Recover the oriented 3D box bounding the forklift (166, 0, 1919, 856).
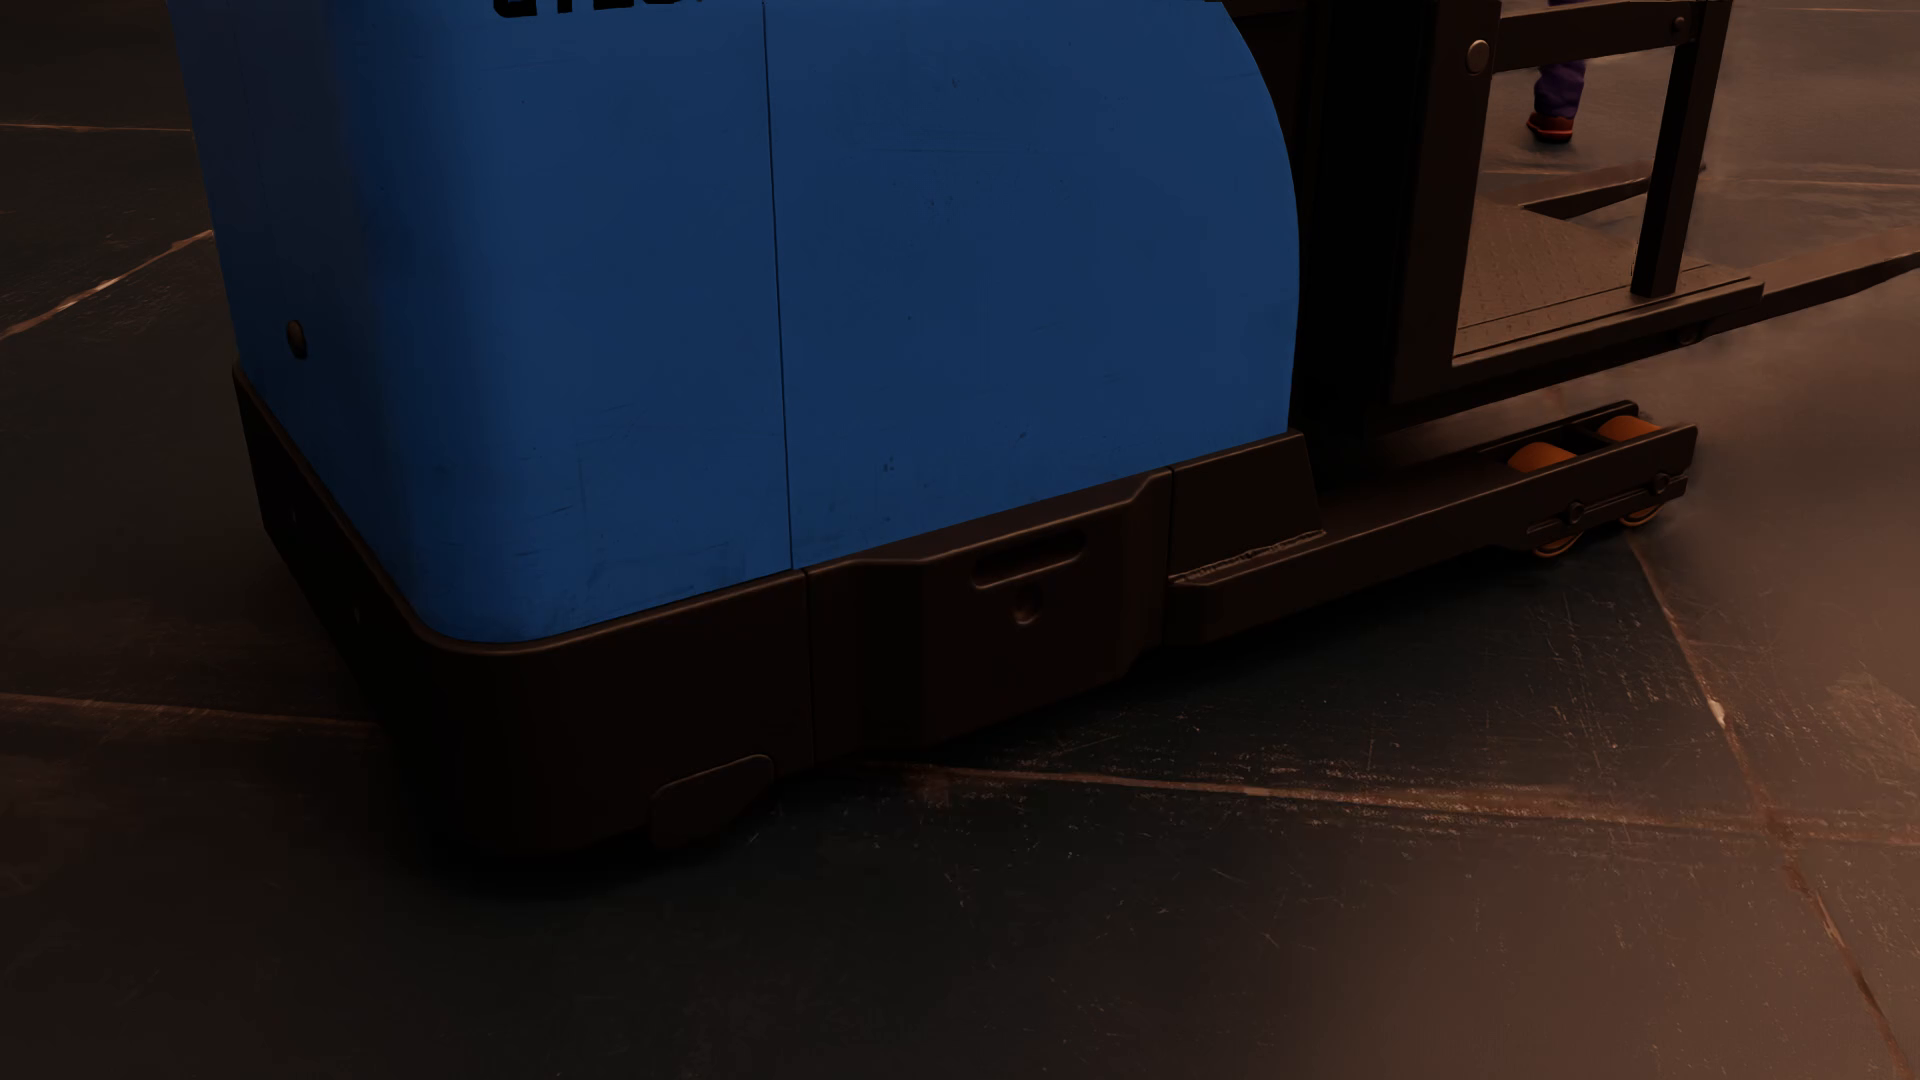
[{"bbox_3d":[0.514,-1.468,2.159,3.031,2.935,1.130,-16,31,-29],"label":"forklift"}]

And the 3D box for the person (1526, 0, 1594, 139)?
[{"bbox_3d":[1.660,-1.966,4.627,0.596,1.637,0.465,3,27,7],"label":"person"}]
